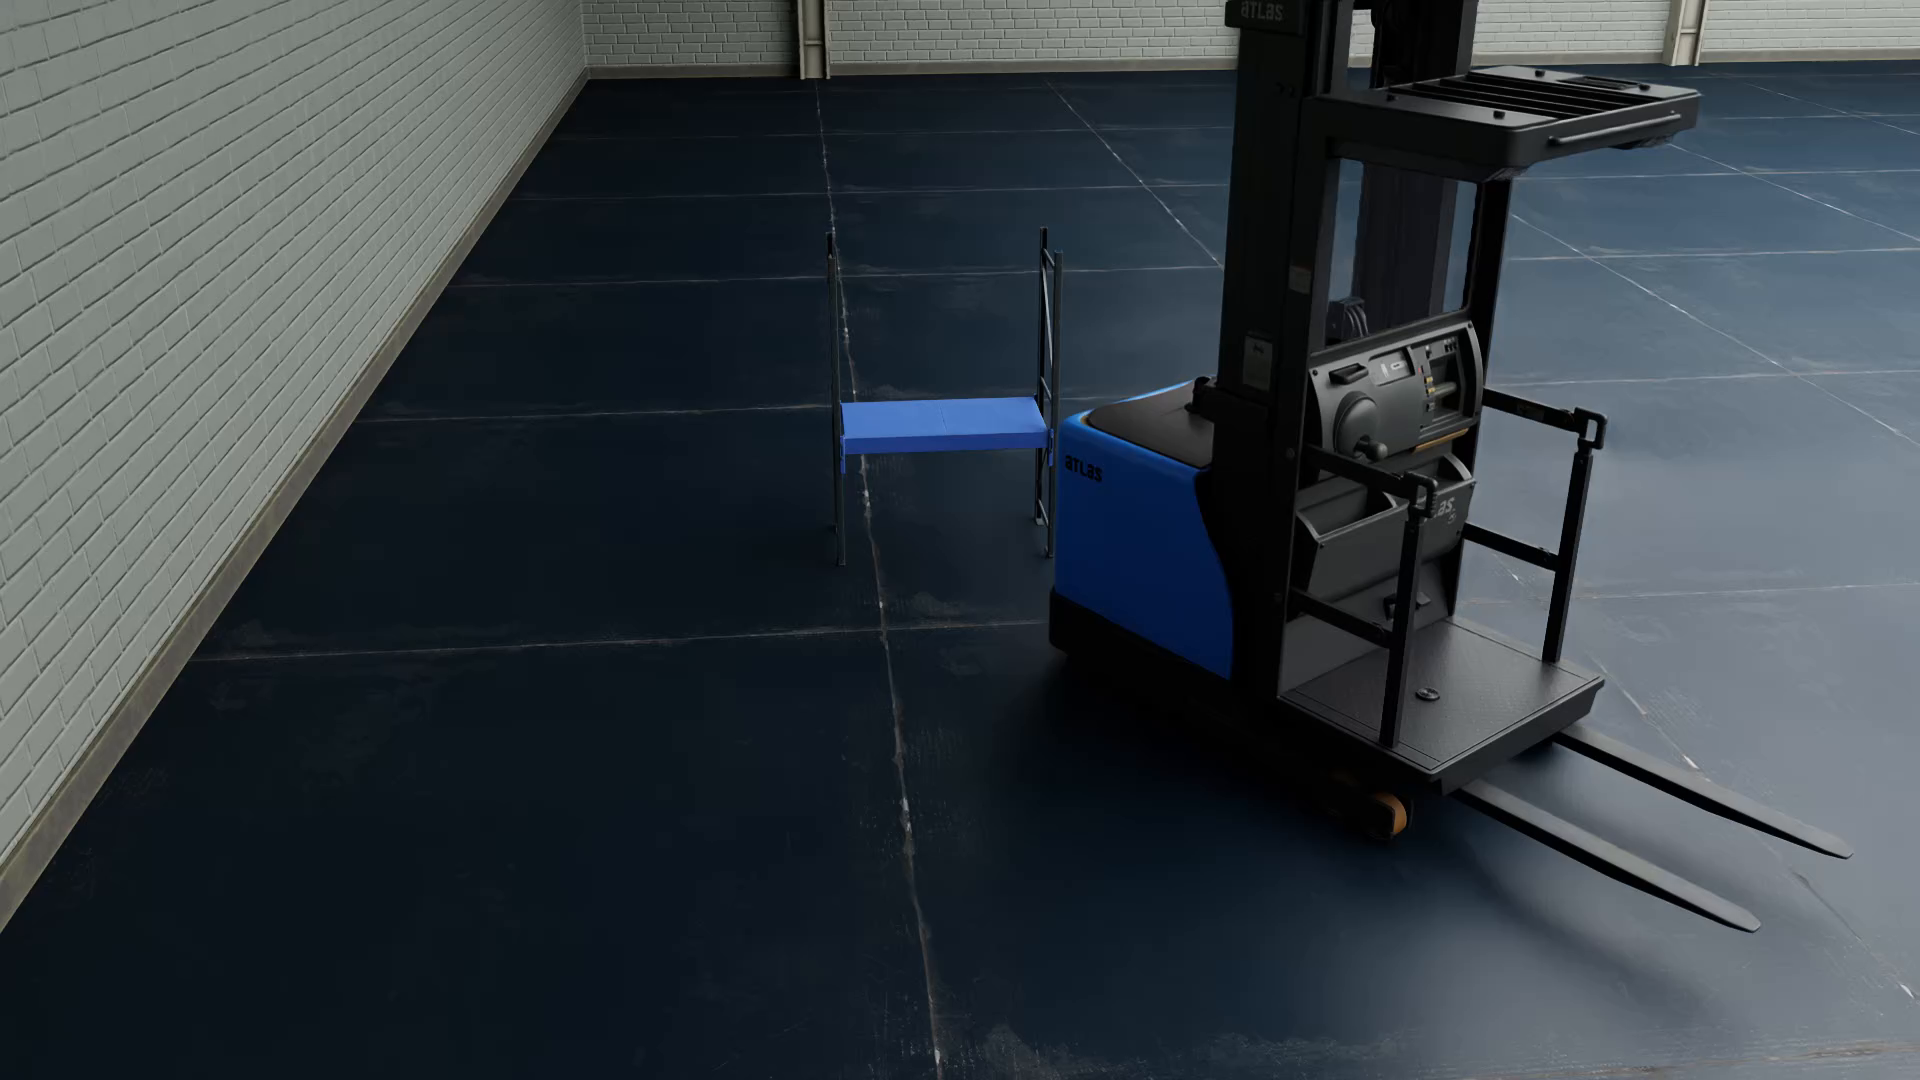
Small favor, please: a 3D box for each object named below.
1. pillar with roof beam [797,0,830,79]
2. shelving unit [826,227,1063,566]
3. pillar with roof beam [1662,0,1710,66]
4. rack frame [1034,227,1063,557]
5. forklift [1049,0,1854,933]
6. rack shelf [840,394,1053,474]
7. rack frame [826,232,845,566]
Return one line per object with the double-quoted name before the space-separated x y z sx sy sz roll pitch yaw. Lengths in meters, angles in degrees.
"pillar with roof beam" -1.502 -8.517 16.333 0.400 9.000 9.100 -2 24 -5
"shelving unit" -0.085 -0.682 7.938 1.048 1.500 0.538 -2 24 -5
"pillar with roof beam" 10.440 -8.996 17.411 0.400 9.000 9.100 -2 24 -5
"rack frame" 0.421 -0.702 7.983 0.032 1.500 0.500 -2 24 -5
"forklift" 1.701 -0.511 5.791 1.130 2.935 3.031 -18 30 -35
"rack shelf" -0.085 -0.518 8.011 1.000 0.185 0.538 -2 24 -5
"rack frame" -0.591 -0.662 7.892 0.032 1.500 0.500 -2 24 -5
